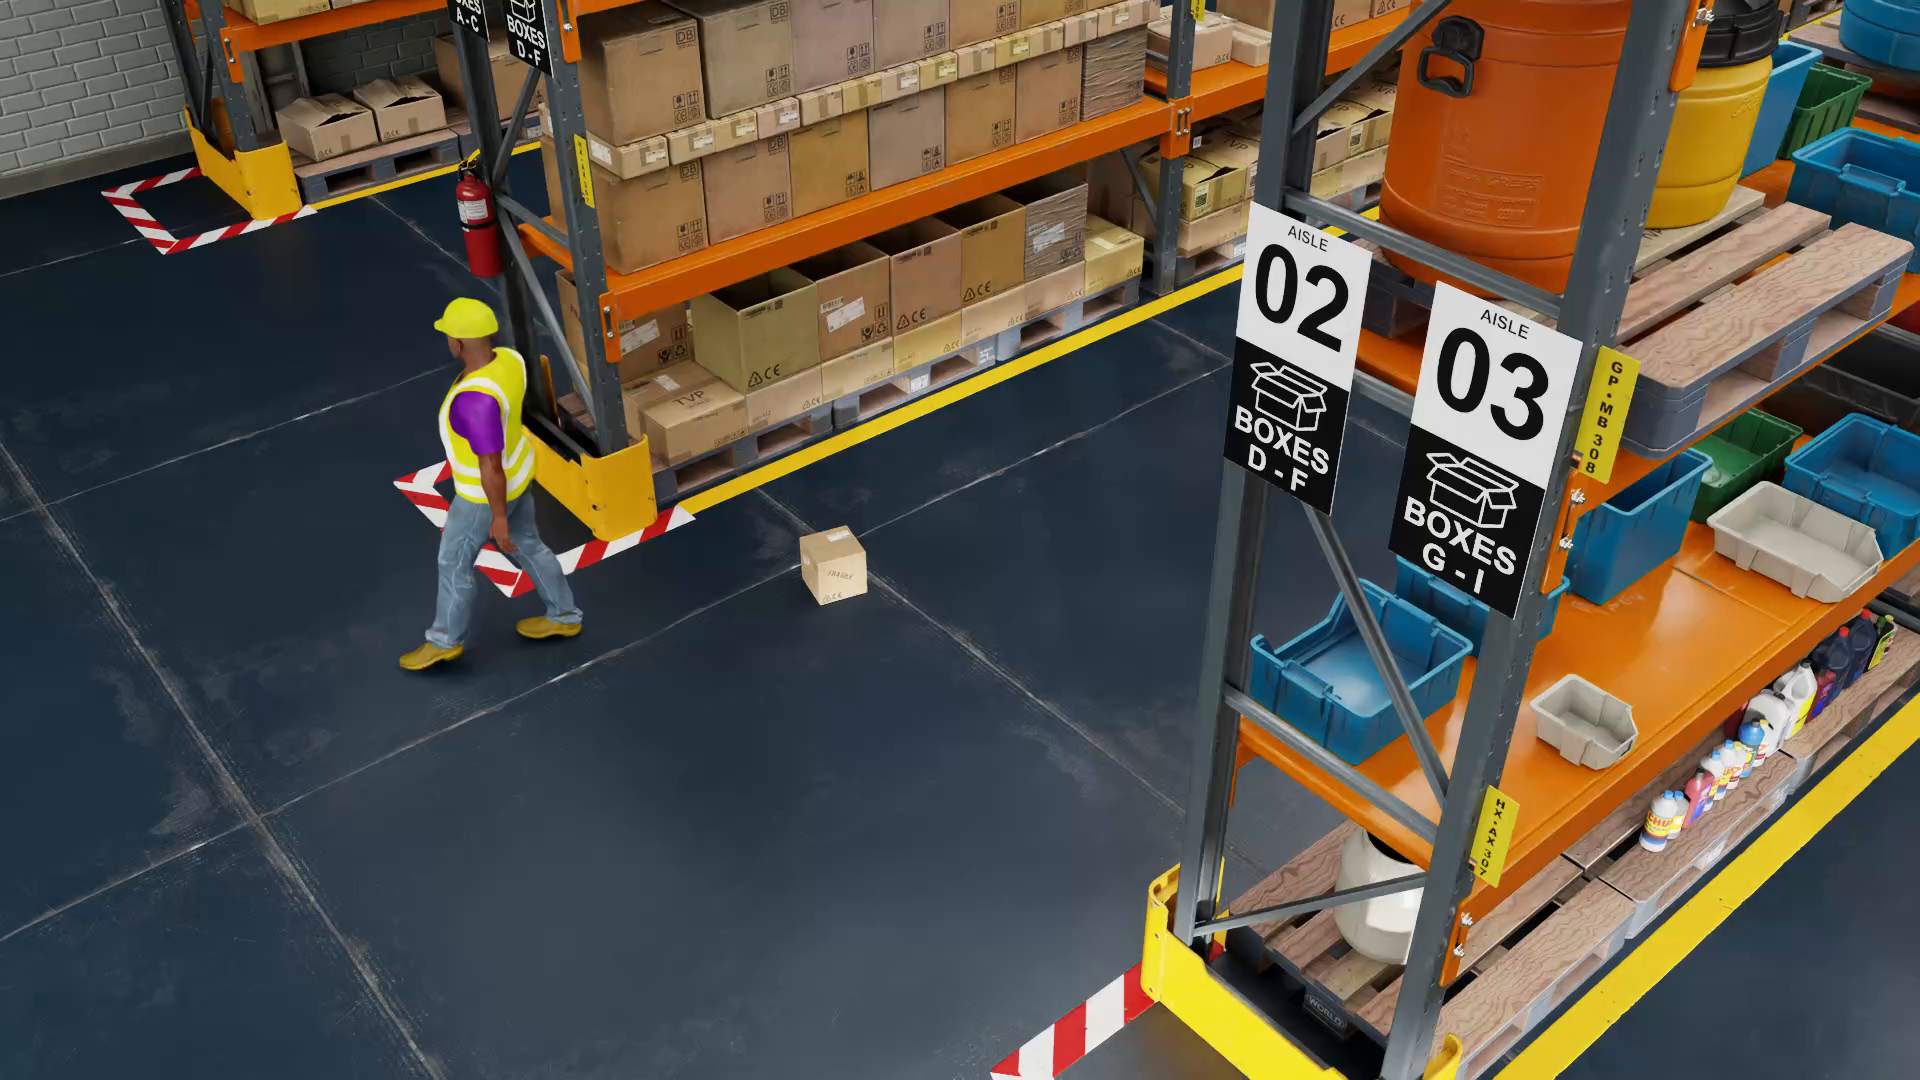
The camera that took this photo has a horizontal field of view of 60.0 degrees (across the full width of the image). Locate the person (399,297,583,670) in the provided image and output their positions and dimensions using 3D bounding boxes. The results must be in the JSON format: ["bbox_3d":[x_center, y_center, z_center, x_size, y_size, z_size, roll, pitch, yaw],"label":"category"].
[{"bbox_3d":[-2.185,-0.259,7.407,0.807,1.749,0.648,3,36,4],"label":"person"}]
